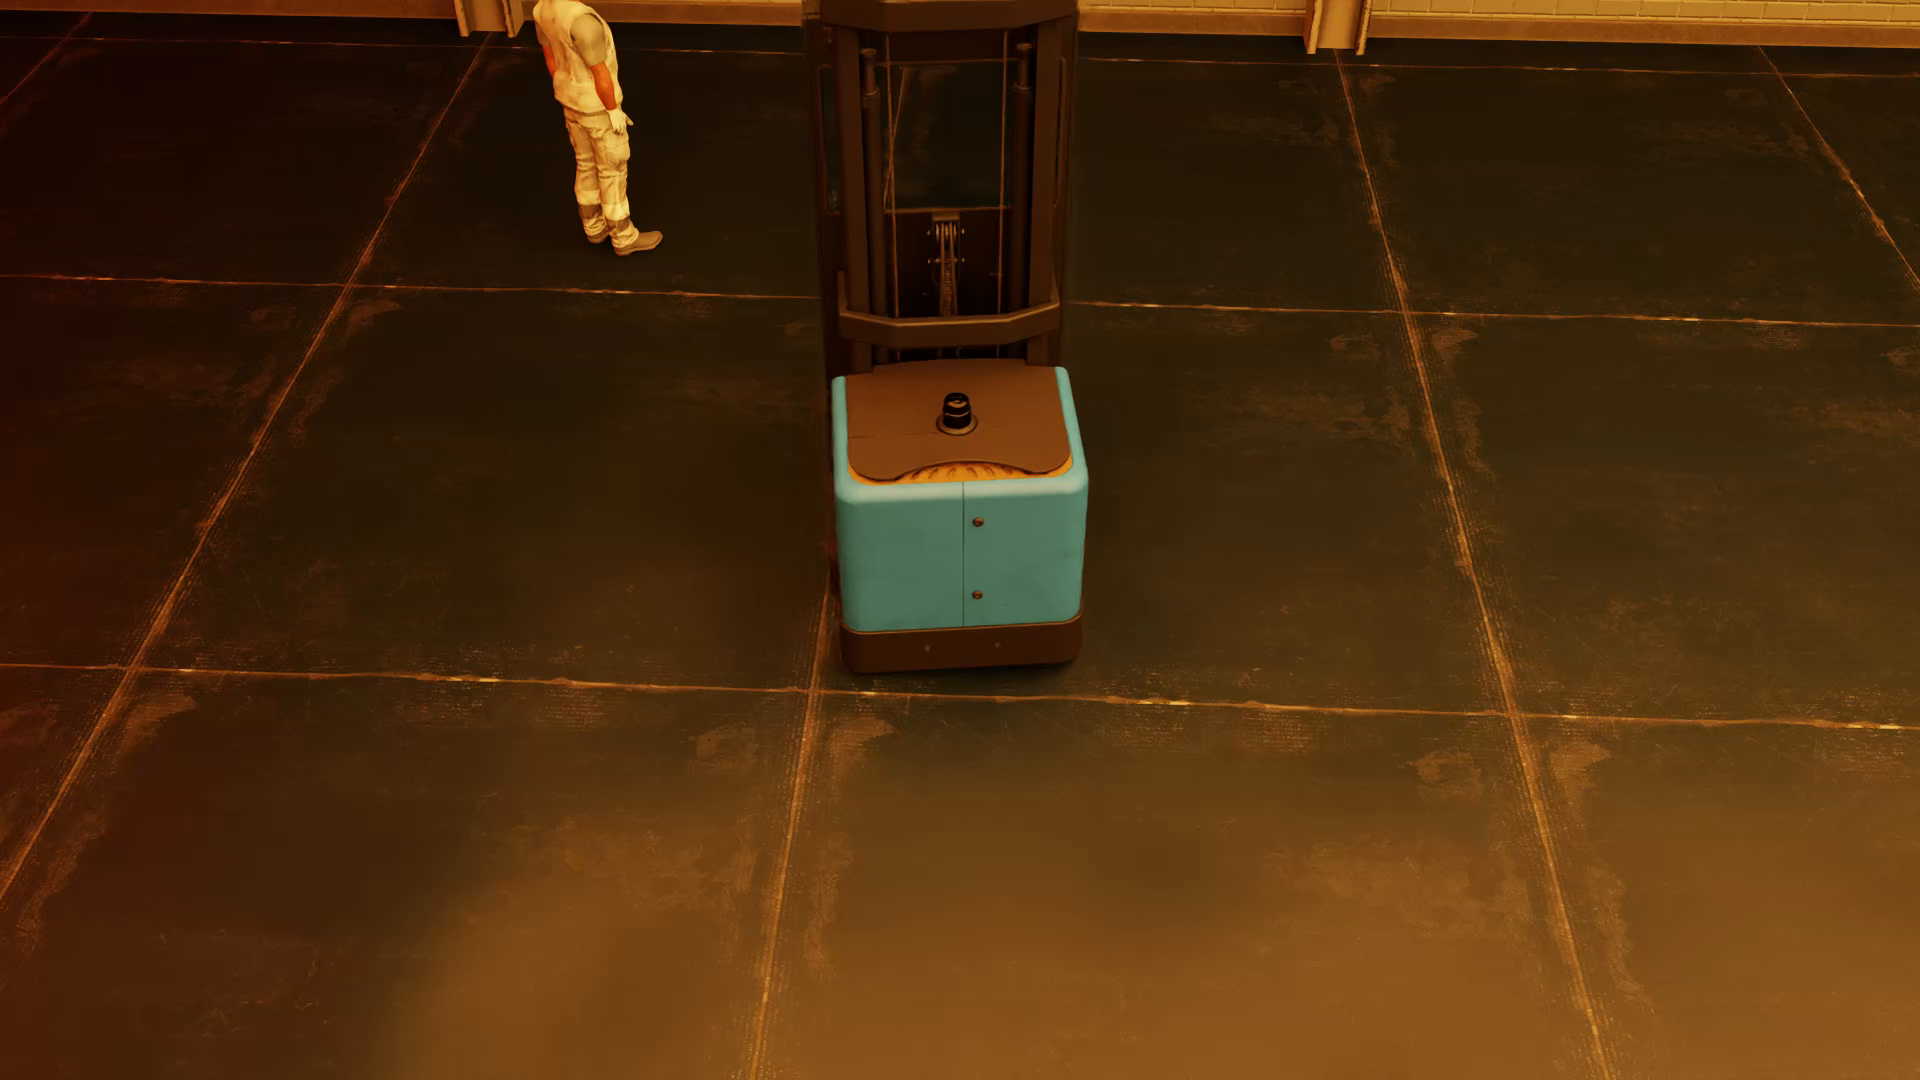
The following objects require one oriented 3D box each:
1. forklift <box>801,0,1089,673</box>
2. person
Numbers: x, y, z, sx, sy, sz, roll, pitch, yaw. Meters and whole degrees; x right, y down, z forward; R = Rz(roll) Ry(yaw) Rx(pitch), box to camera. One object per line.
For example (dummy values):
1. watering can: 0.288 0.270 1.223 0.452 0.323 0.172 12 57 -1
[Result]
1. forklift: -0.096 -1.494 7.379 1.130 2.935 3.031 -3 42 -3
2. person: -2.042 -2.442 9.264 0.535 1.794 0.374 32 51 30
